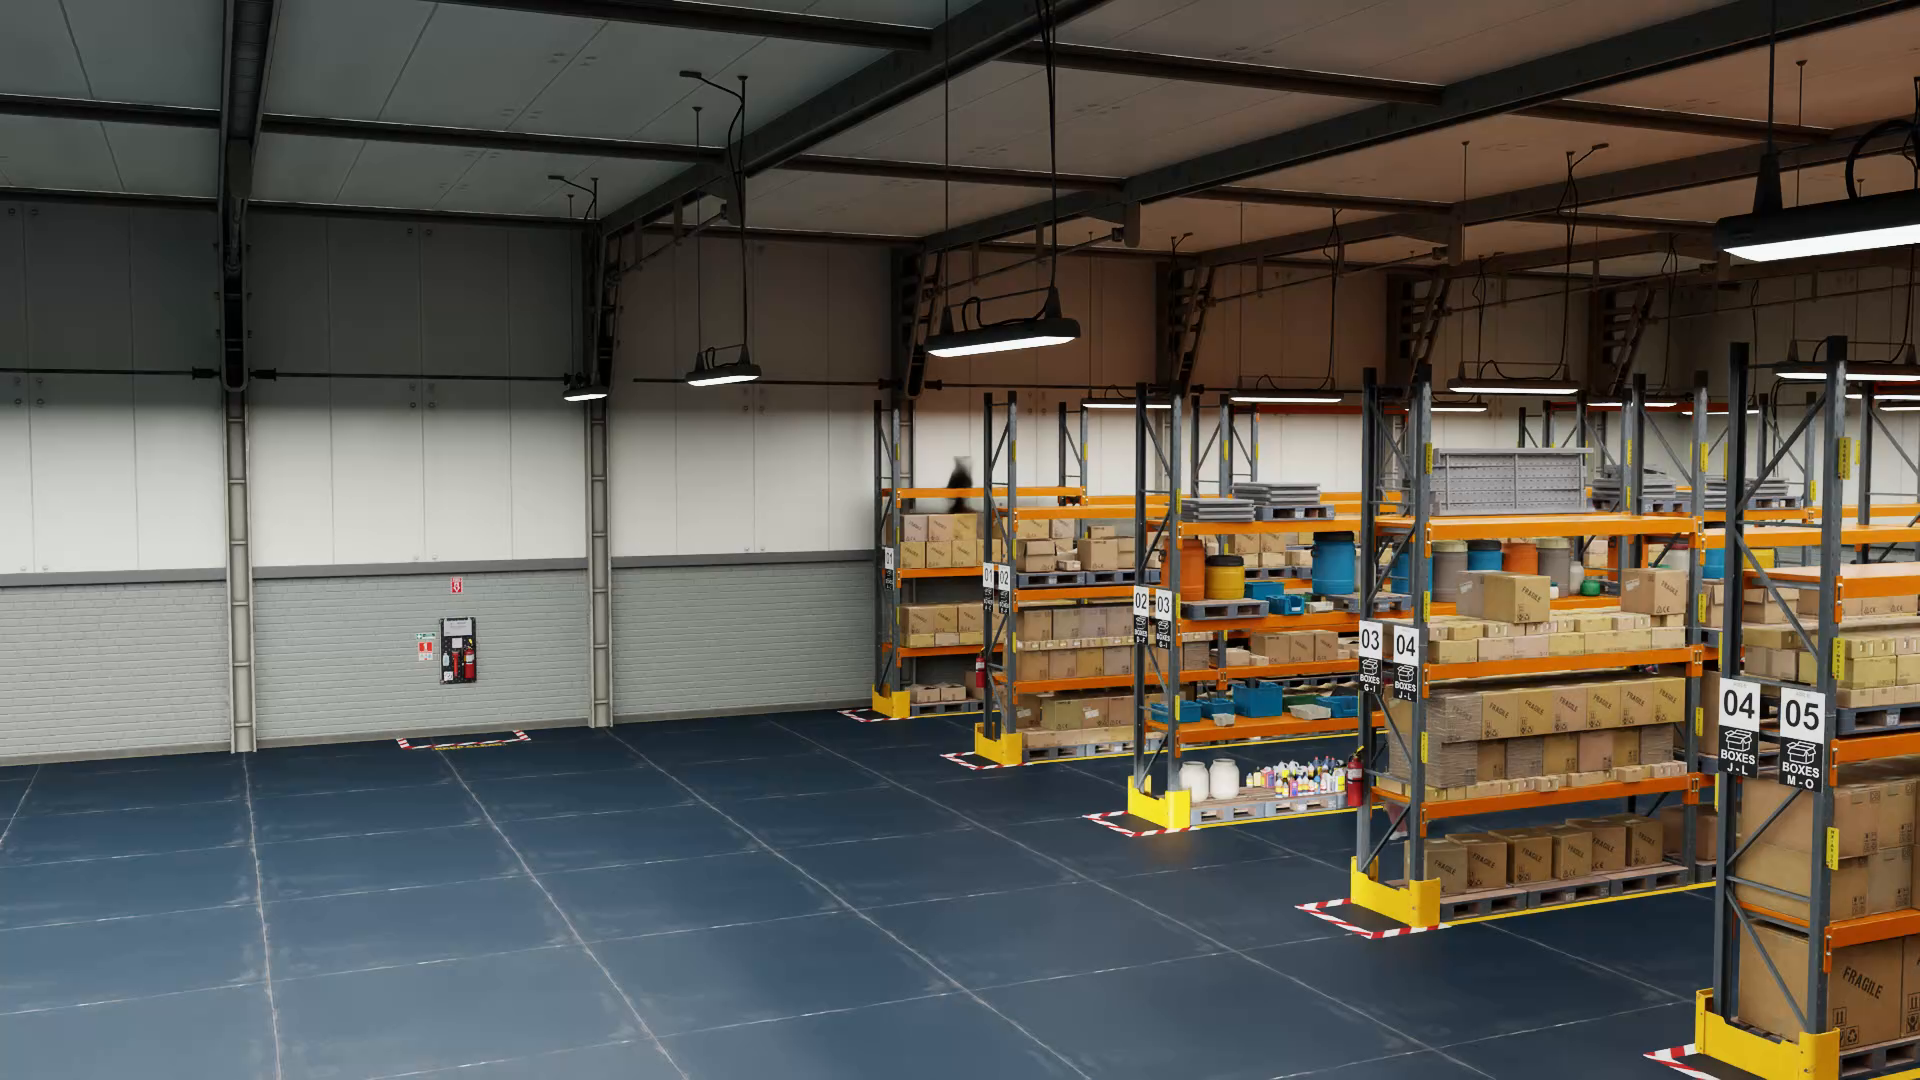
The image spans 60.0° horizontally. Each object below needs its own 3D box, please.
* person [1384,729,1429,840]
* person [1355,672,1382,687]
[{"bbox_3d":[5.950,3.143,21.827,1.027,1.516,0.574,-2,4,-36],"label":"person"},{"bbox_3d":[7.975,2.481,32.271,0.730,1.700,0.562,-2,4,-26],"label":"person"}]
